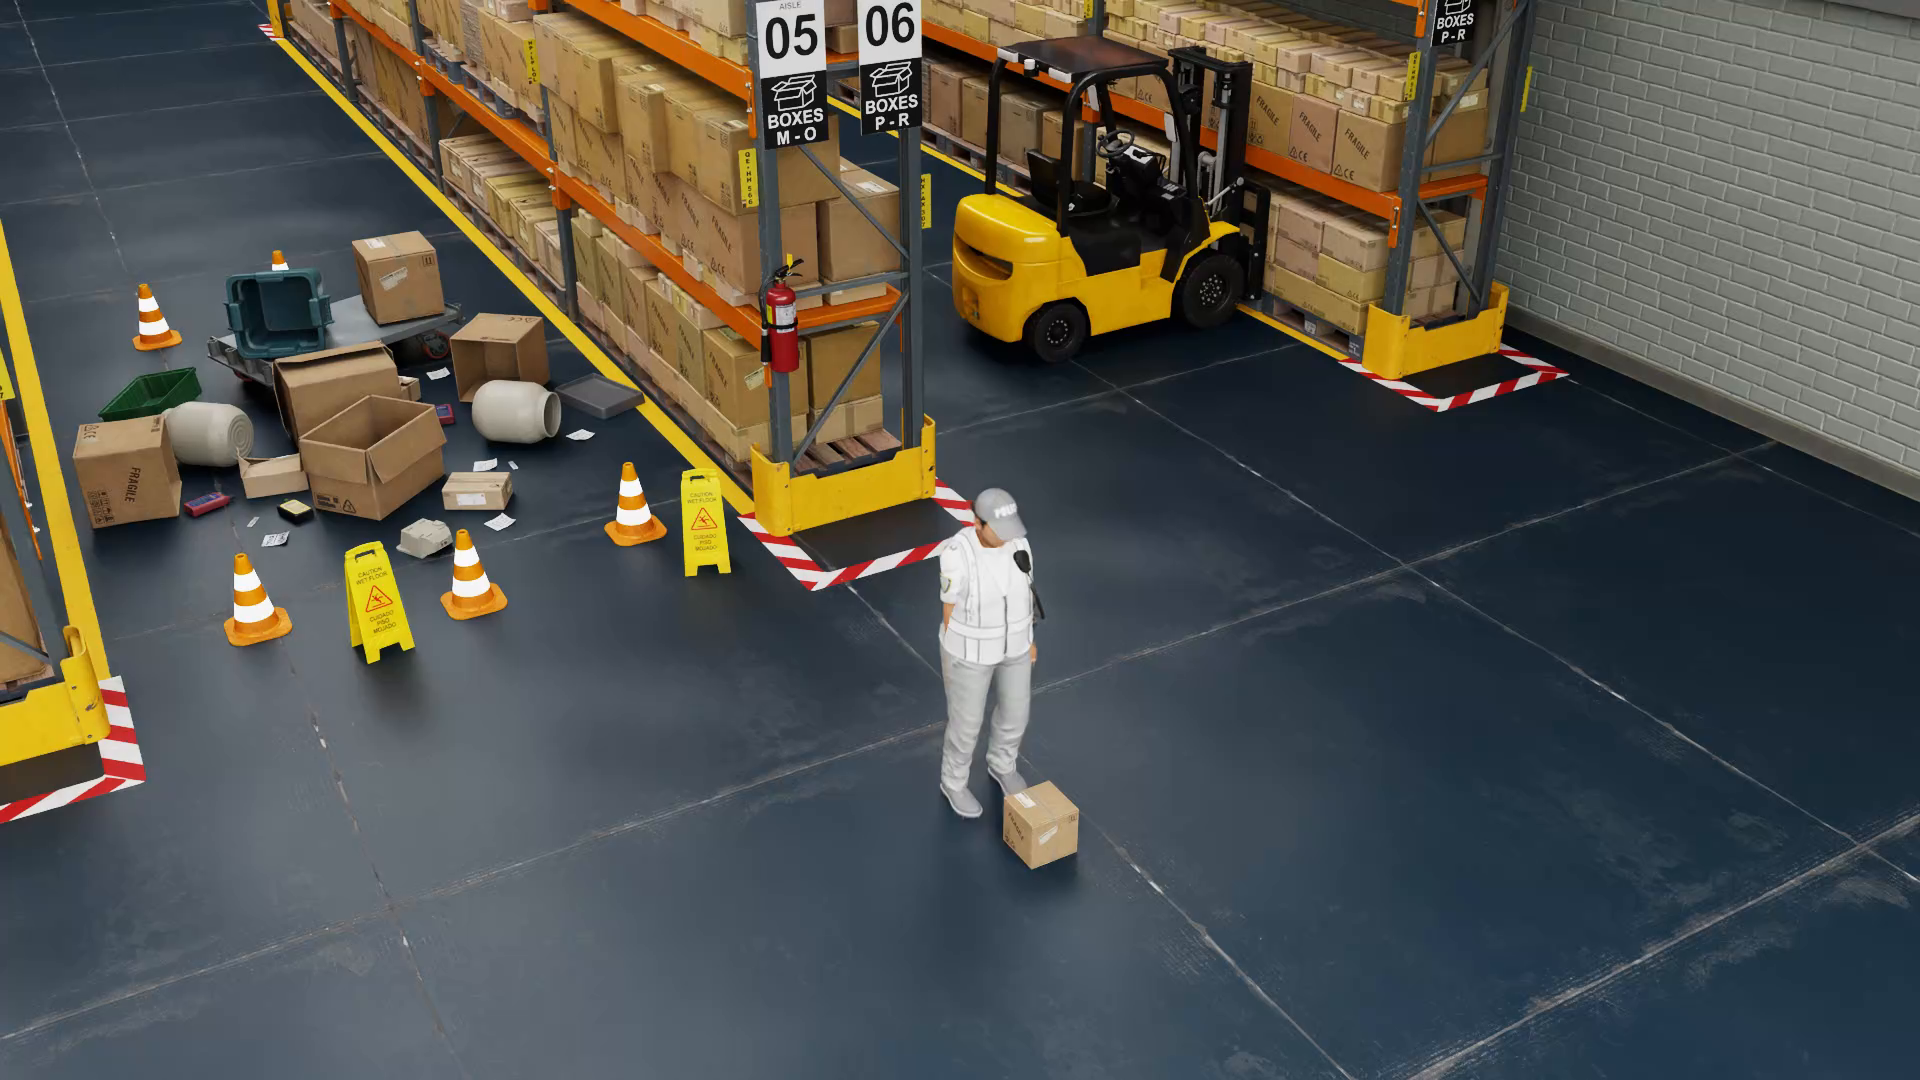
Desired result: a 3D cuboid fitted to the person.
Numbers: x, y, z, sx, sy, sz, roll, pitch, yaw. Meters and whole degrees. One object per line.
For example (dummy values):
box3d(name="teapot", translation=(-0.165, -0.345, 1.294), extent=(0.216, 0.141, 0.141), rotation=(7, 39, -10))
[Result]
box3d(name="person", translation=(0.143, 0.499, 7.675), extent=(0.473, 1.655, 0.389), rotation=(-15, 33, -25))
